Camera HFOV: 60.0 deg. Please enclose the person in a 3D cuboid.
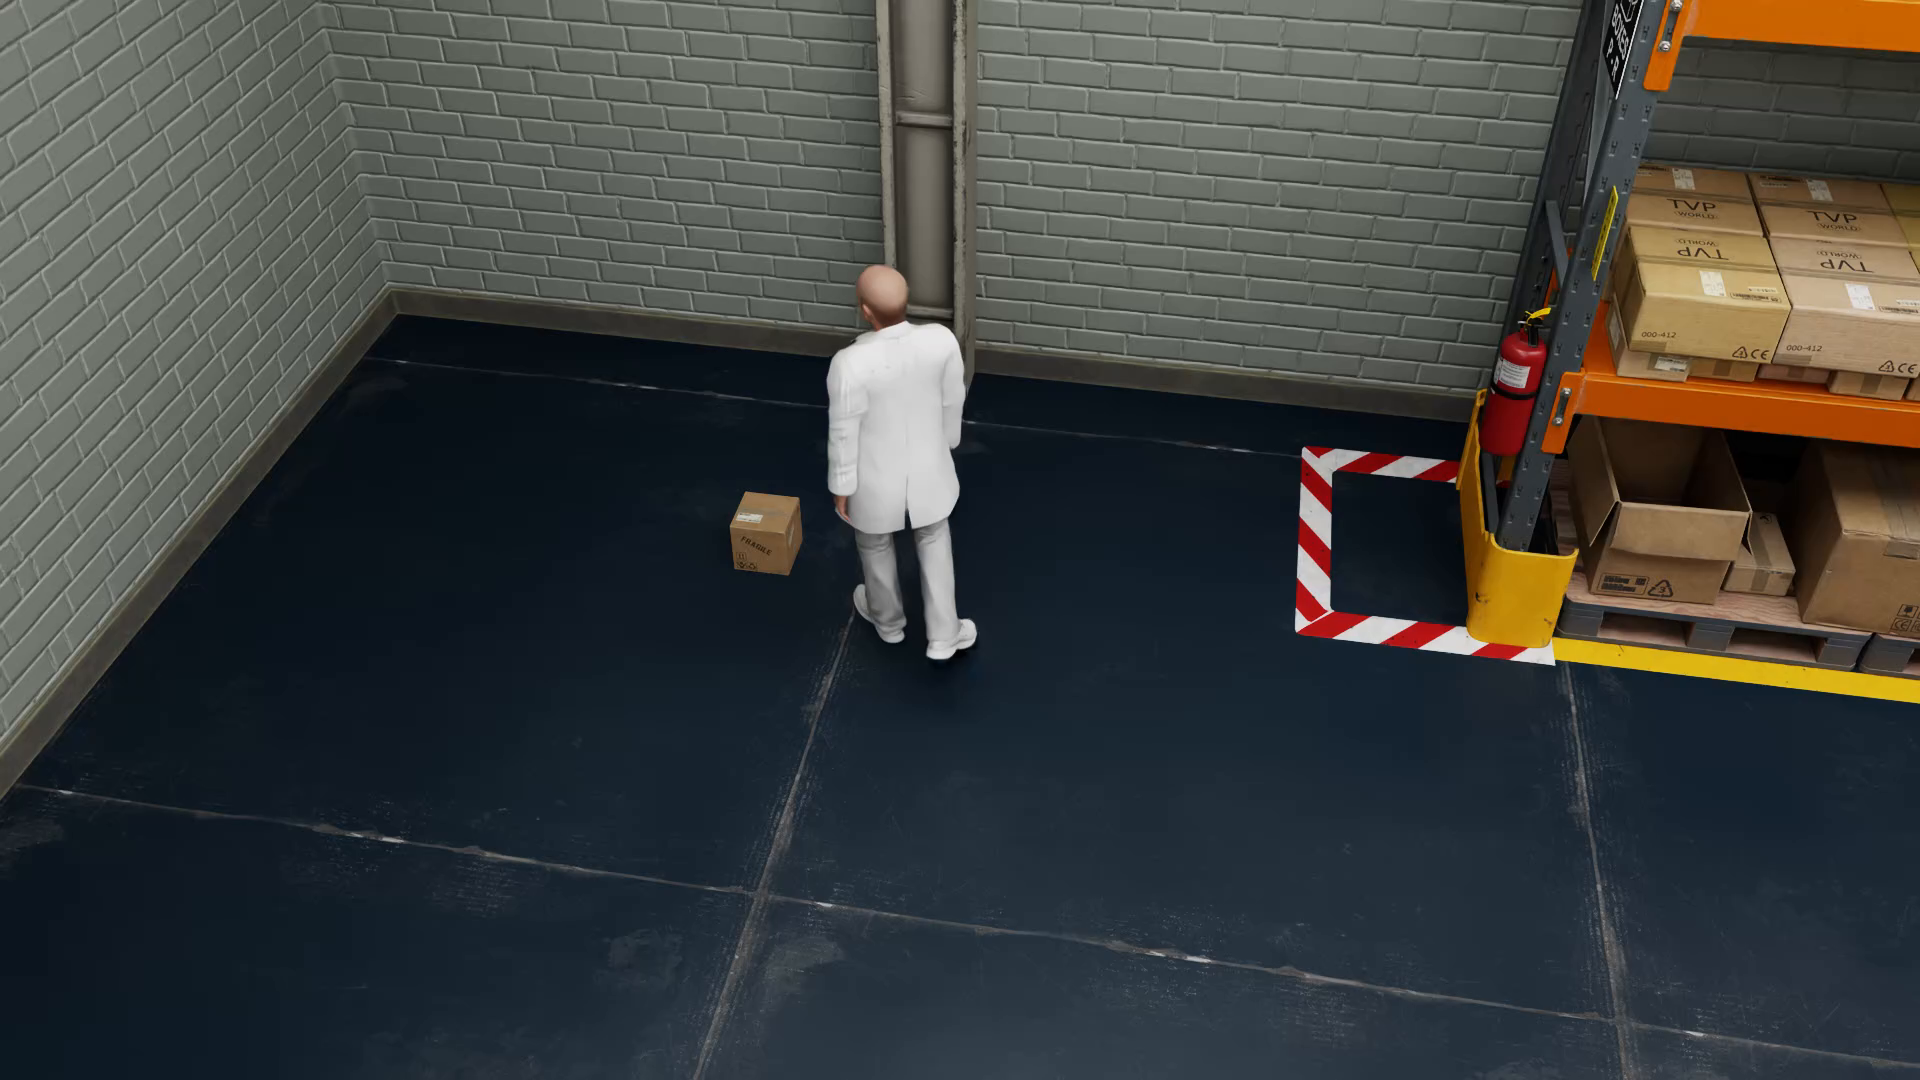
[{"bbox_3d":[-0.242,-0.272,6.481,0.586,1.780,0.665,-14,42,-16],"label":"person"}]
